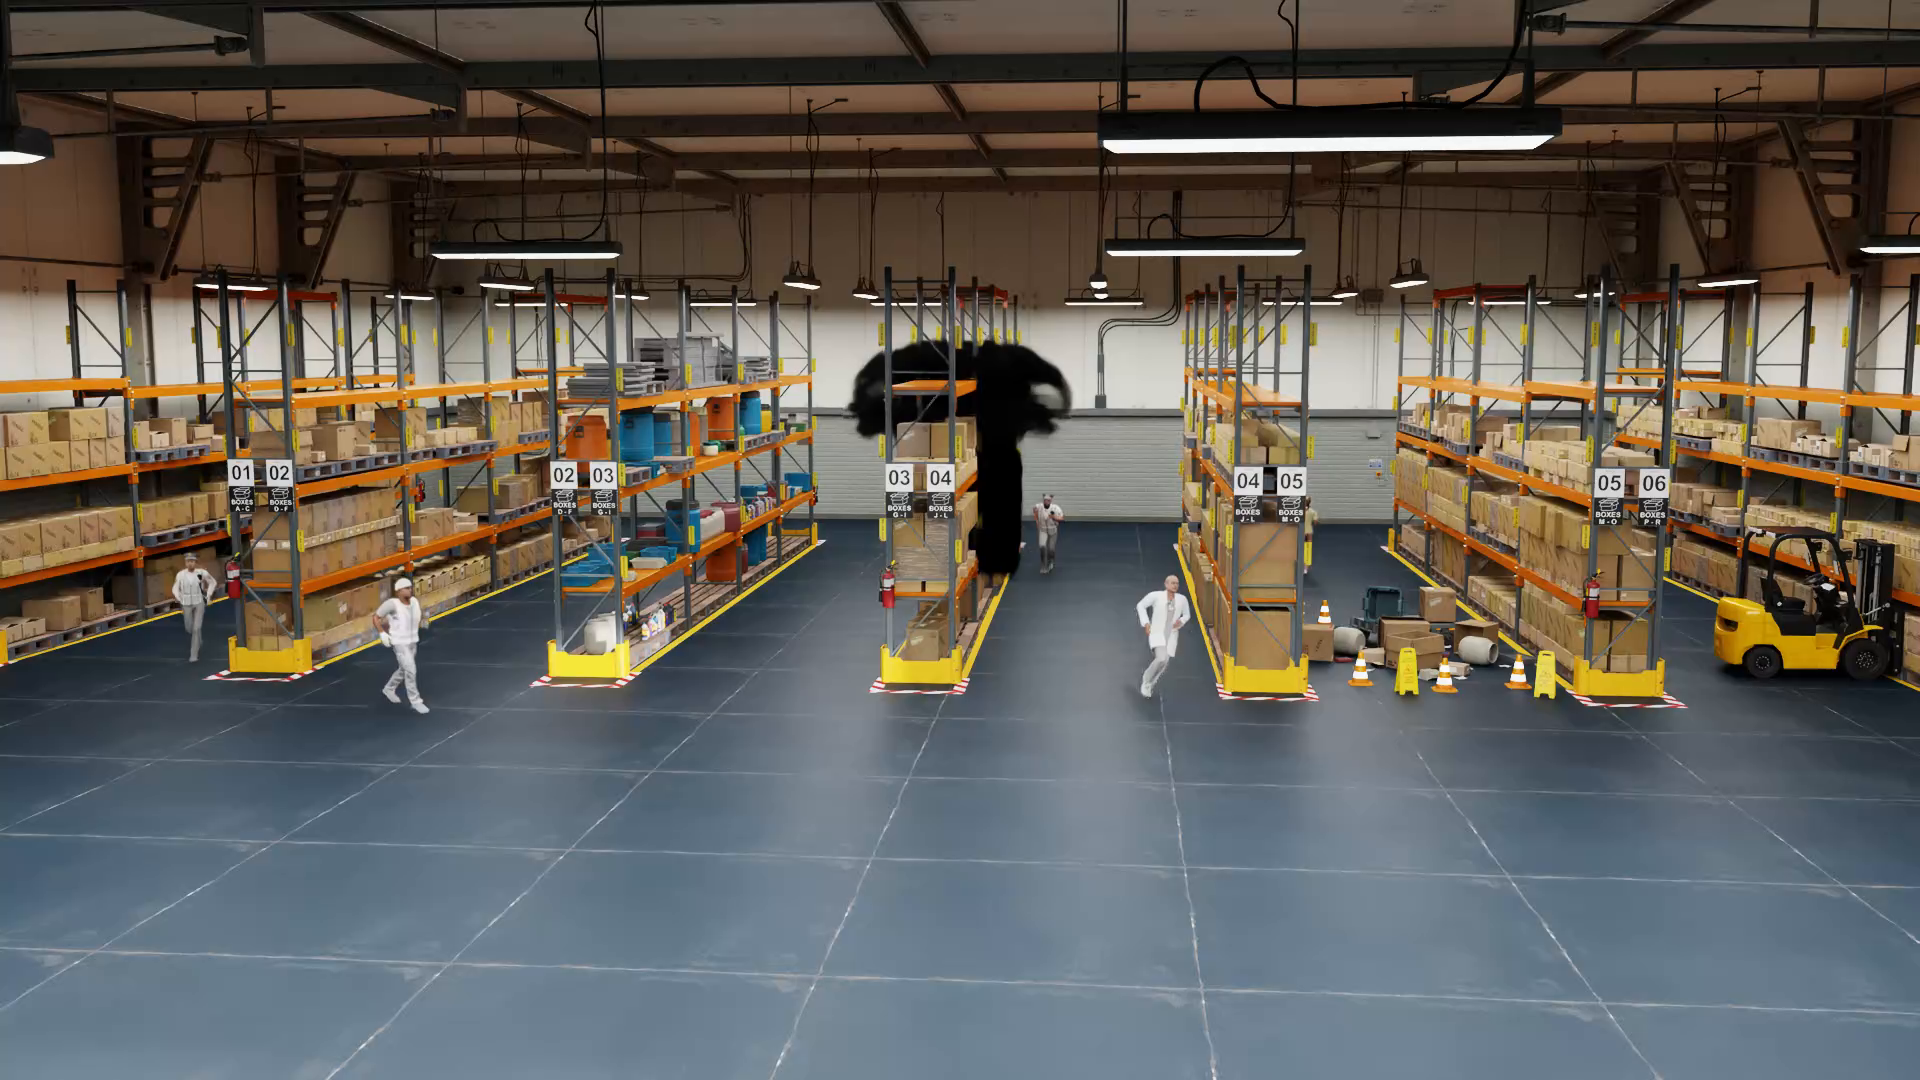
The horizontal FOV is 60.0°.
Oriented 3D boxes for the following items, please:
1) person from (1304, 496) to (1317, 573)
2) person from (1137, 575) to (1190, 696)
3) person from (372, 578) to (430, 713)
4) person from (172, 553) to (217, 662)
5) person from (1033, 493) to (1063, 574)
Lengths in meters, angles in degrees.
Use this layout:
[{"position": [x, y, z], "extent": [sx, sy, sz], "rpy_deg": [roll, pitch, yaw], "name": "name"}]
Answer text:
[{"position": [7.358, -0.131, 35.551], "extent": [0.552, 1.627, 0.679], "rpy_deg": [1, 7, 5], "name": "person"}, {"position": [2.870, 1.339, 23.185], "extent": [0.724, 1.700, 0.634], "rpy_deg": [-2, 7, -17], "name": "person"}, {"position": [-7.493, 1.393, 22.408], "extent": [0.949, 1.784, 0.695], "rpy_deg": [3, 8, 25], "name": "person"}, {"position": [-12.011, 1.030, 26.115], "extent": [0.624, 1.711, 0.817], "rpy_deg": [-2, 7, -13], "name": "person"}, {"position": [1.877, -0.149, 35.436], "extent": [0.647, 1.754, 0.928], "rpy_deg": [1, 7, 6], "name": "person"}]
